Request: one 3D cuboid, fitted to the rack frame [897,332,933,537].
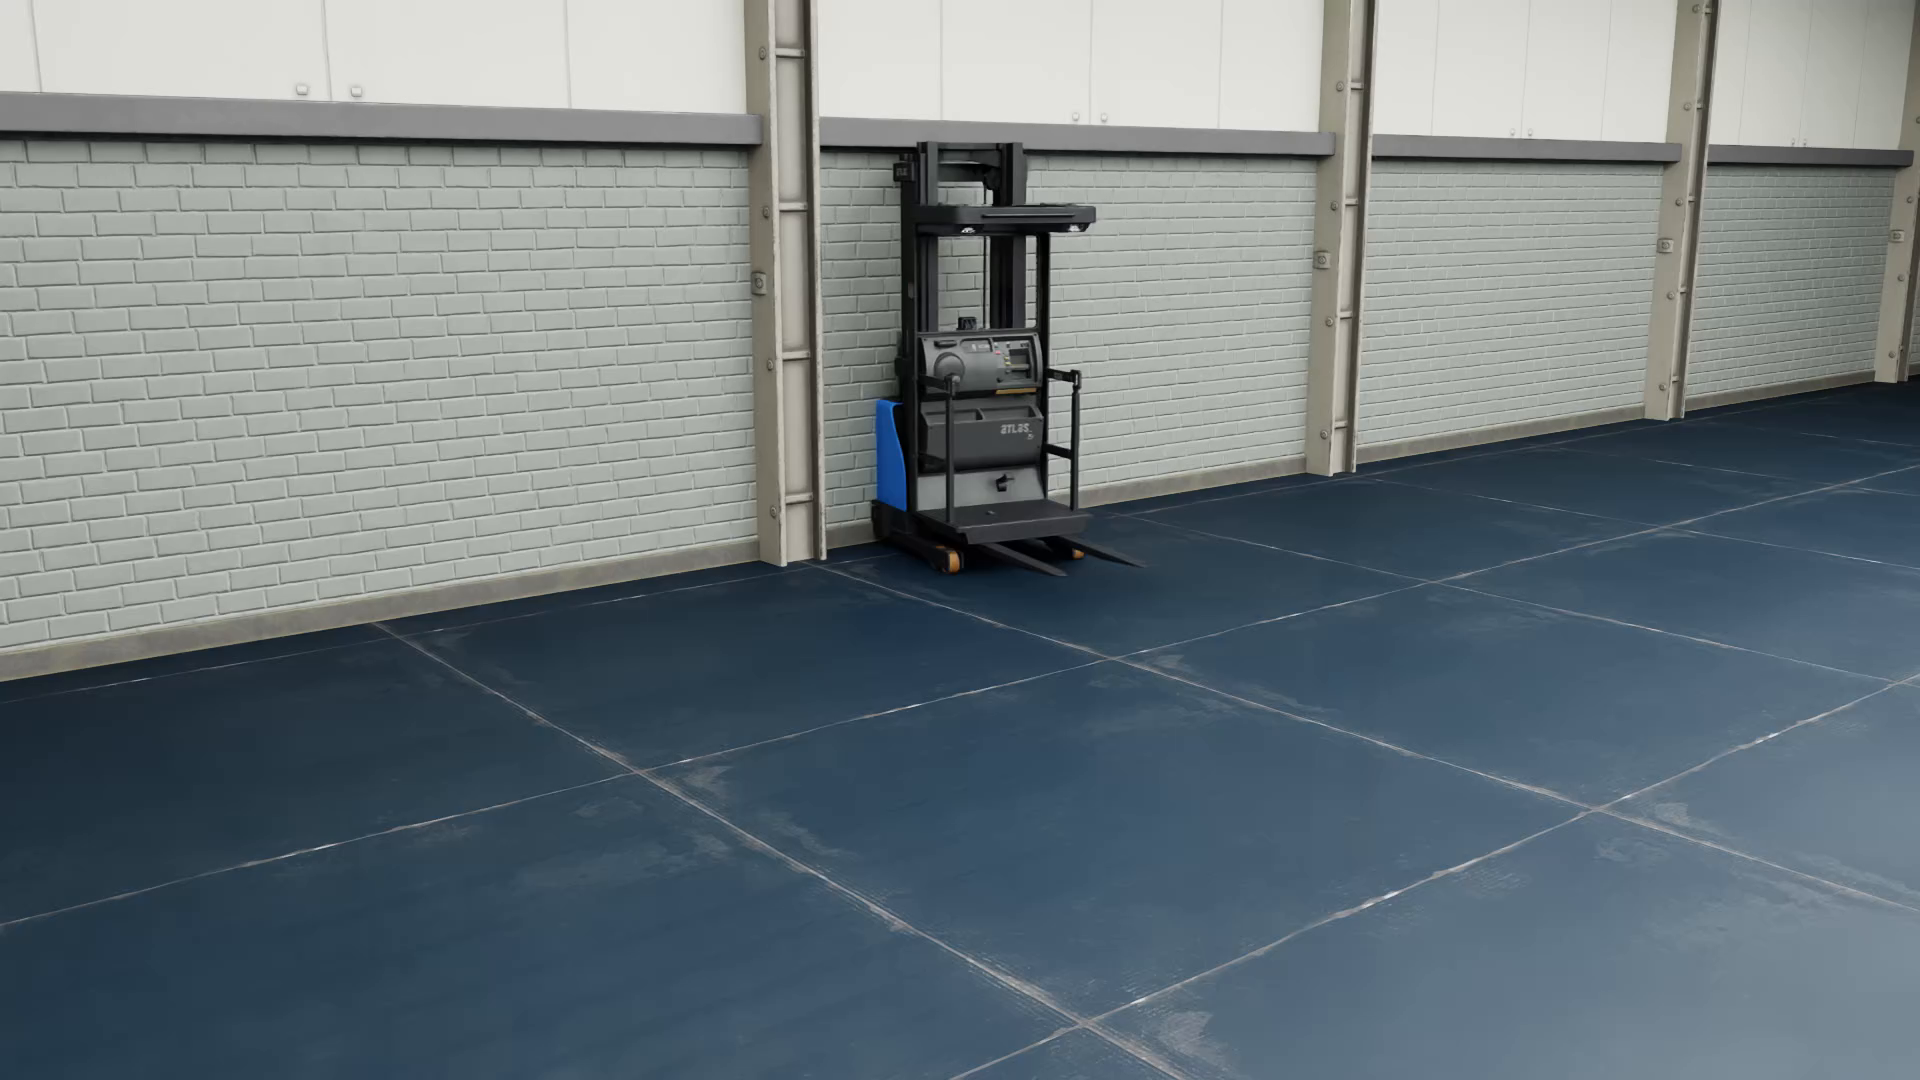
[{"bbox_3d":[-0.341,-0.790,12.407,0.023,1.500,0.400,-8,12,-32],"label":"rack frame"}]

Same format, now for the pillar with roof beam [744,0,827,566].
[{"bbox_3d":[1.482,-3.566,7.759,0.400,9.000,9.100,-9,15,-38],"label":"pillar with roof beam"}]

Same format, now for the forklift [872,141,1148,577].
[{"bbox_3d":[0.256,-1.301,11.699,1.130,2.935,3.031,-6,13,-25],"label":"forklift"}]

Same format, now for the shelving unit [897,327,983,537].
[{"bbox_3d":[-0.033,-0.833,12.599,0.755,1.500,0.431,-8,12,-32],"label":"shelving unit"}]

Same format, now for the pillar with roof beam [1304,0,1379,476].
[{"bbox_3d":[6.167,-4.345,11.425,0.400,9.000,9.100,-9,15,-38],"label":"pillar with roof beam"}]

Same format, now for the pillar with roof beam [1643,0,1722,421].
[{"bbox_3d":[10.852,-5.123,15.092,0.400,9.000,9.100,-9,15,-38],"label":"pillar with roof beam"}]

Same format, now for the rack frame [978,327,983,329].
[{"bbox_3d":[0.276,-0.876,12.791,0.023,1.500,0.400,-8,12,-32],"label":"rack frame"}]

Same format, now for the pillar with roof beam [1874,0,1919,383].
[{"bbox_3d":[15.537,-5.902,18.758,0.400,9.000,9.100,-9,15,-38],"label":"pillar with roof beam"}]
